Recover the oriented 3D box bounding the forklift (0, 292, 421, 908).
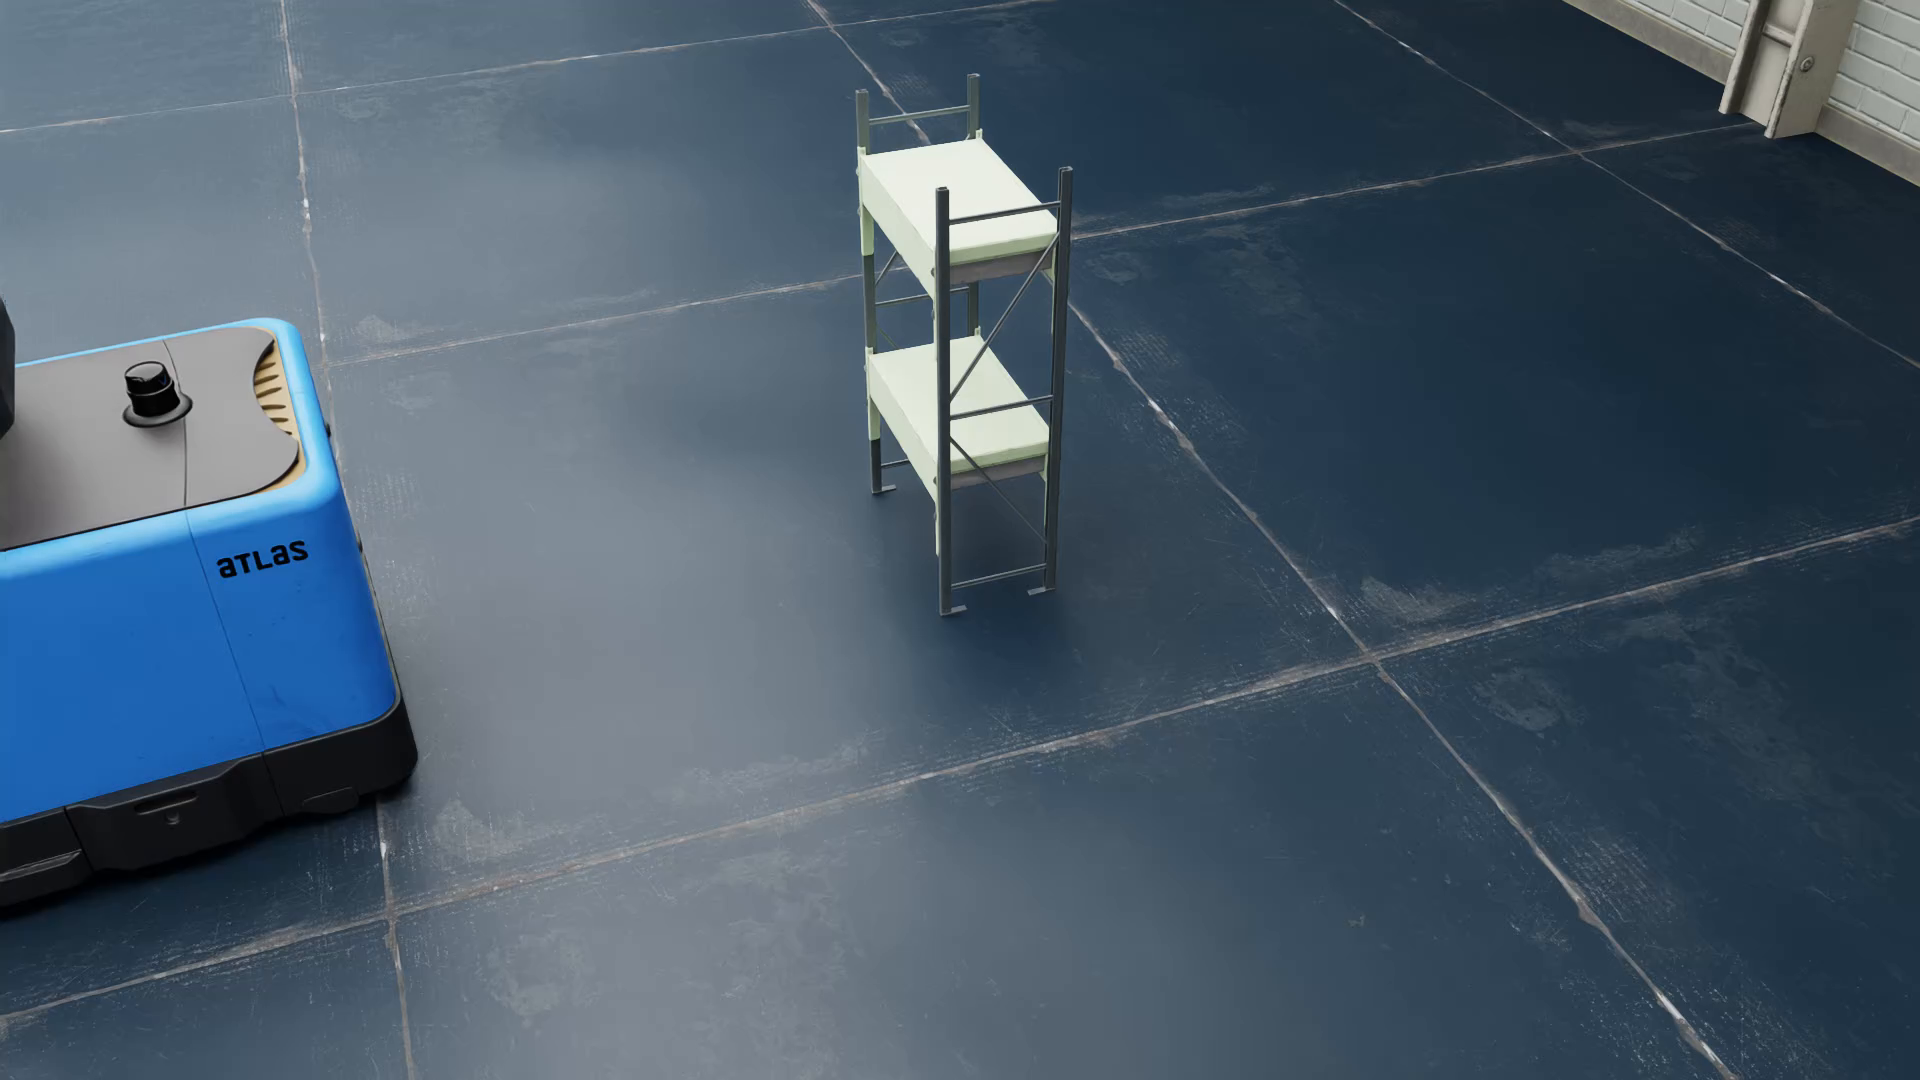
[{"bbox_3d":[-3.115,-0.356,3.786,3.031,2.935,1.130,-15,40,-19],"label":"forklift"}]

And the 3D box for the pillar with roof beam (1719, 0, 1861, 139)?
[{"bbox_3d":[0.159,-4.886,4.758,9.100,9.000,0.400,-12,39,-16],"label":"pillar with roof beam"}]

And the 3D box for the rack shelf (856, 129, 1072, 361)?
[{"bbox_3d":[-0.002,-0.915,5.069,0.431,0.370,0.720,-12,39,-16],"label":"rack shelf"}]

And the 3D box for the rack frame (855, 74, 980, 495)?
[{"bbox_3d":[-0.128,-0.810,5.578,0.400,1.500,0.023,-12,39,-16],"label":"rack frame"}]

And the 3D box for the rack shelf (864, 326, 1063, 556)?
[{"bbox_3d":[-0.002,-0.342,5.500,0.431,0.370,0.720,-12,39,-16],"label":"rack shelf"}]

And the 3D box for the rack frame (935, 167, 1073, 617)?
[{"bbox_3d":[0.124,-0.396,5.029,0.400,1.500,0.023,-12,39,-16],"label":"rack frame"}]

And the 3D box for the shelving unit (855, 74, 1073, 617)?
[{"bbox_3d":[-0.002,-0.603,5.304,0.431,1.500,0.755,-12,39,-16],"label":"shelving unit"}]
